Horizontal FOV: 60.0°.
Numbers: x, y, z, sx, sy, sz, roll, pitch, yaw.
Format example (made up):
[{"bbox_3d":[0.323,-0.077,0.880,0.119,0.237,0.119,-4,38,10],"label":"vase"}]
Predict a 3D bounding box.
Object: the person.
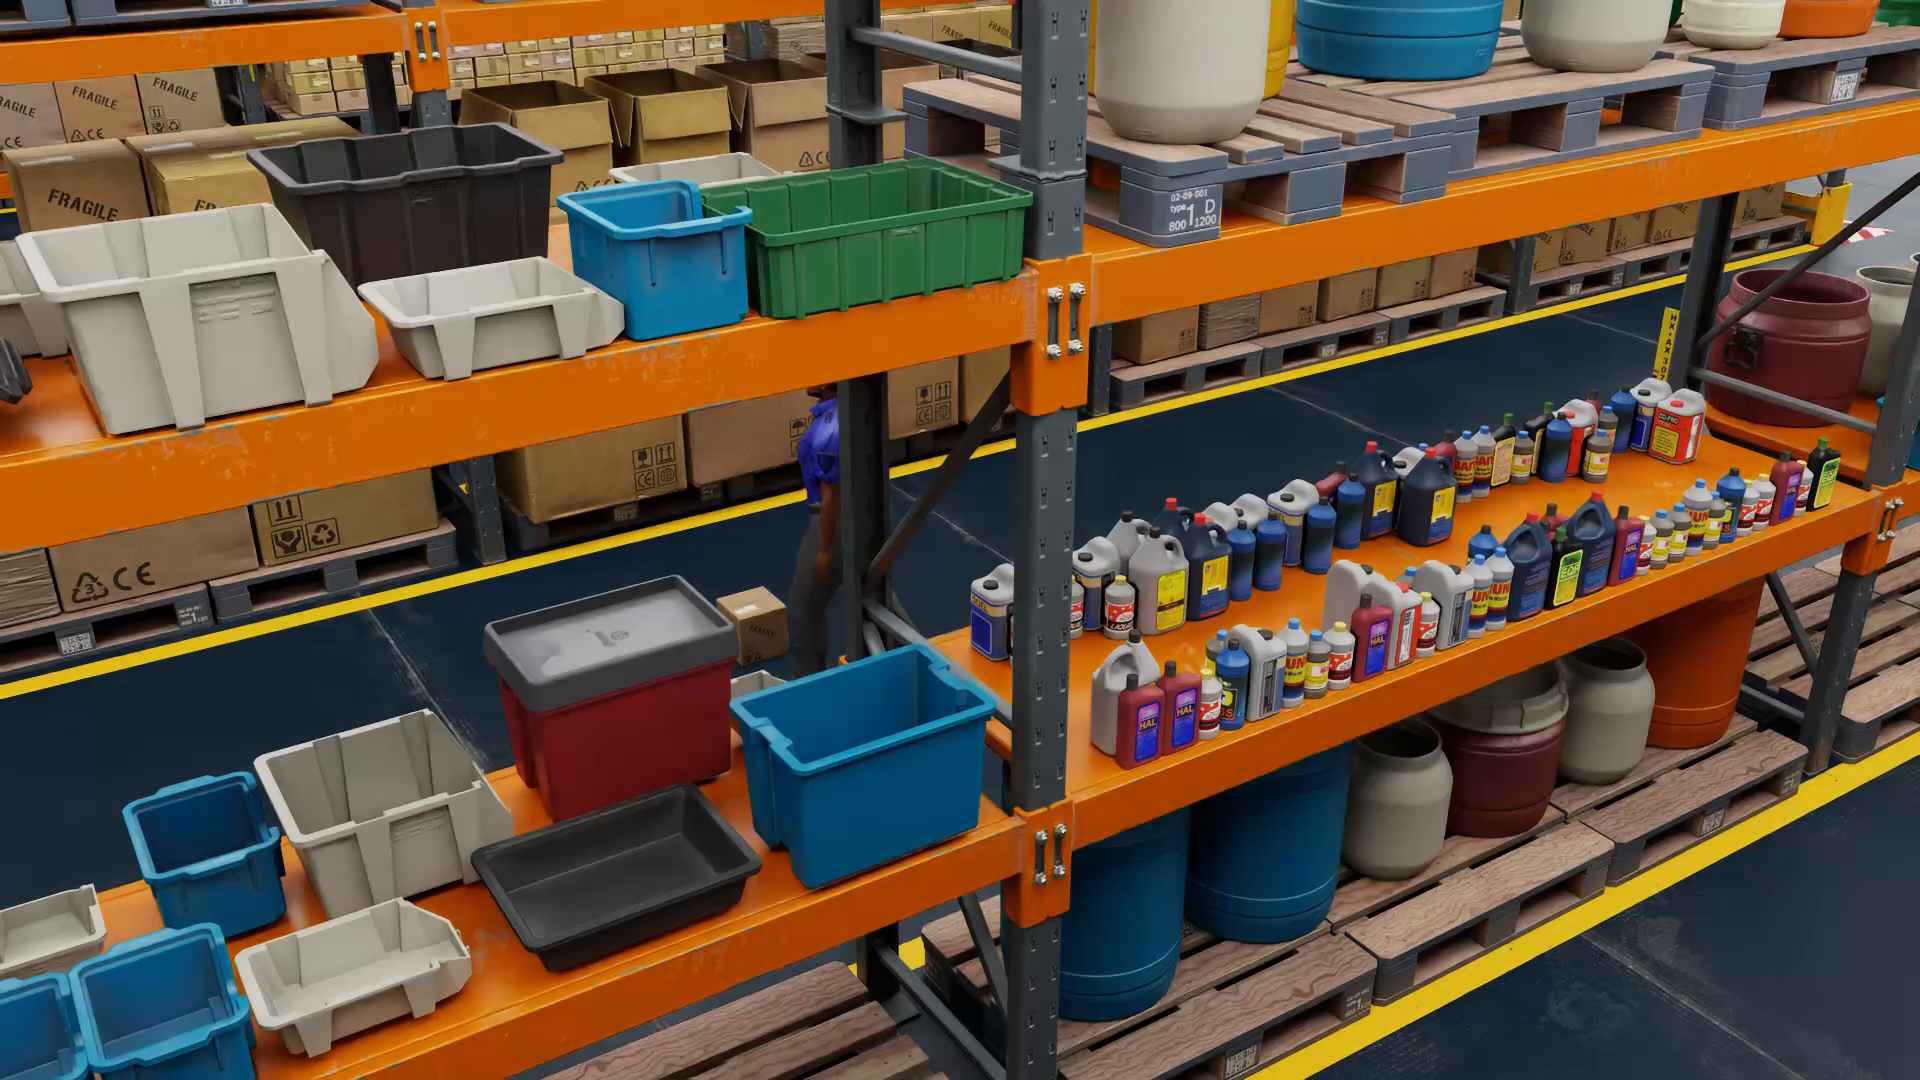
[{"bbox_3d":[-0.519,-0.084,7.269,0.681,1.636,0.639,4,26,9],"label":"person"}]
